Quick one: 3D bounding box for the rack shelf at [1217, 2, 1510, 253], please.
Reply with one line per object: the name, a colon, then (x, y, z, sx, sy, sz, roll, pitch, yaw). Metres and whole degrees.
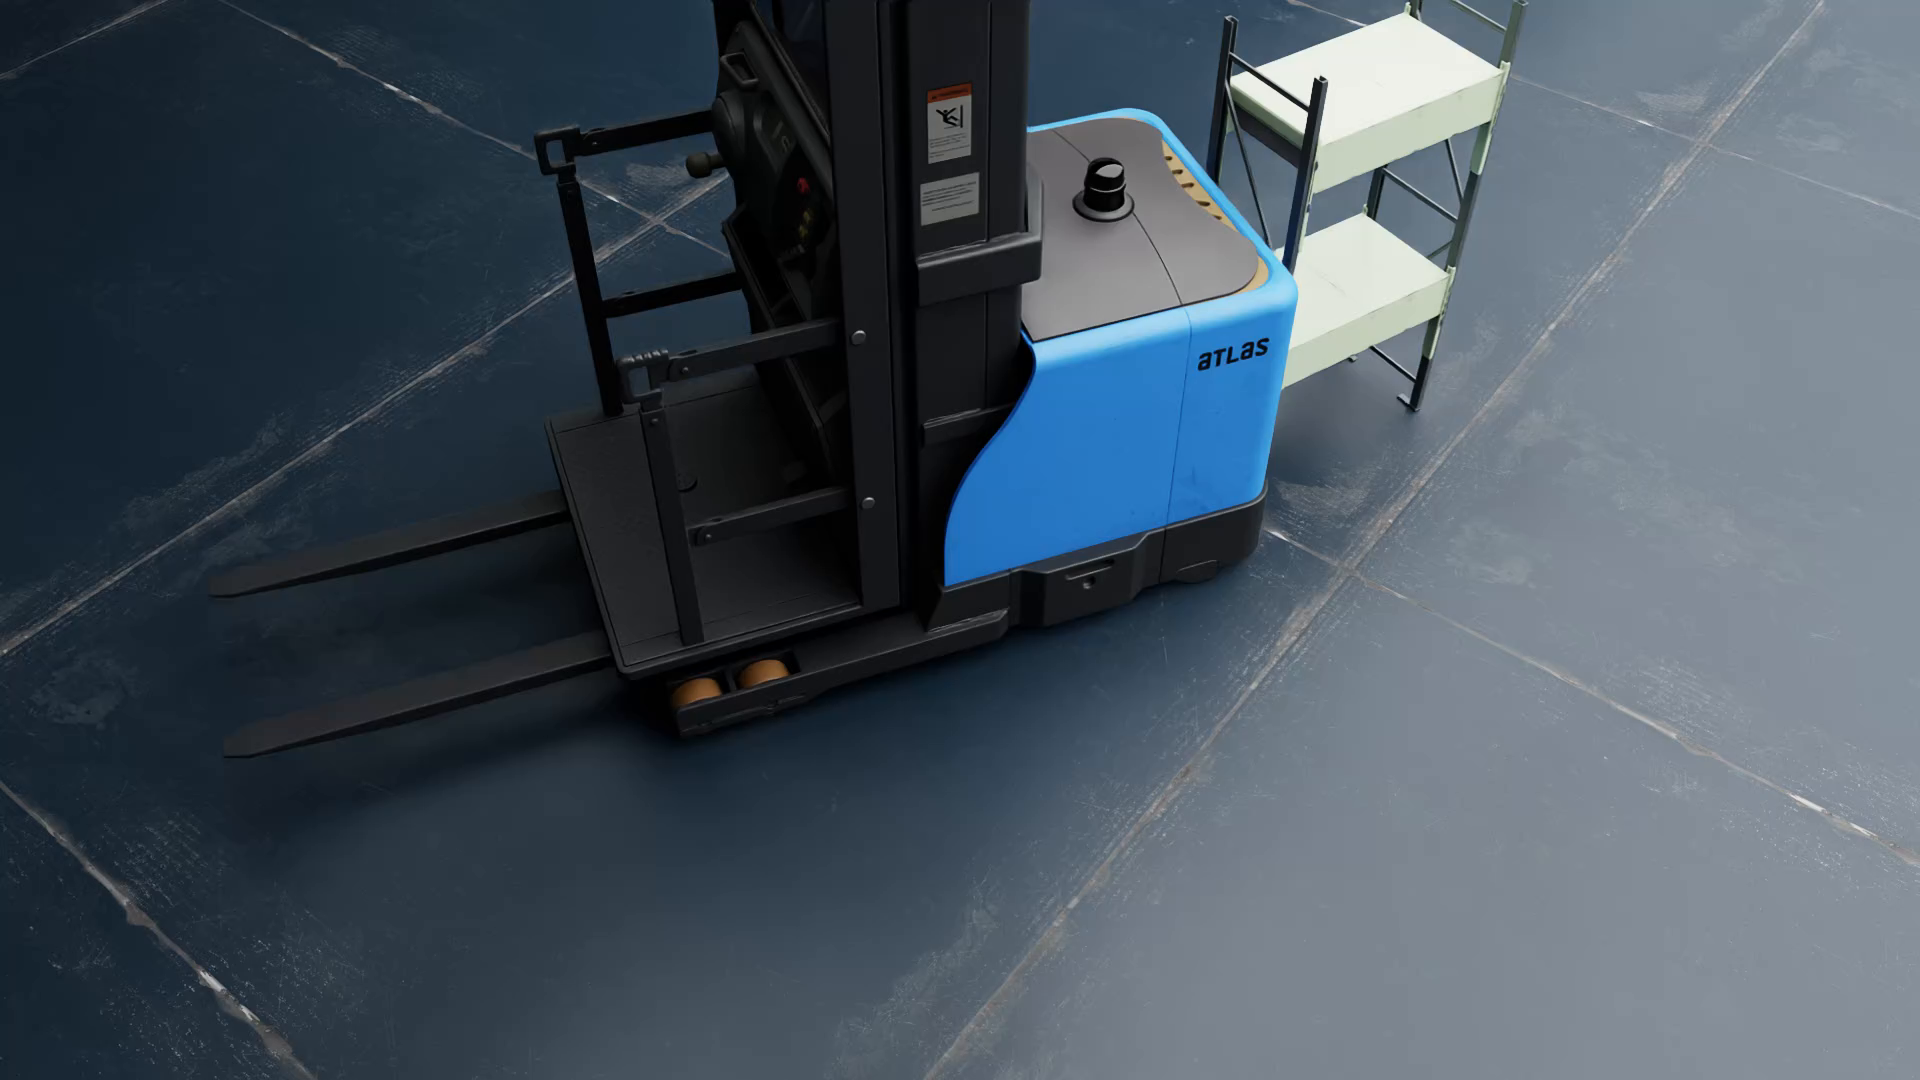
rack shelf: (1.146, -1.205, 4.824, 0.720, 0.370, 0.431, -25, 51, -22)

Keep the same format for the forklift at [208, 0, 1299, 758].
forklift: (-0.648, -0.896, 4.079, 3.031, 2.935, 1.130, -15, 48, -14)

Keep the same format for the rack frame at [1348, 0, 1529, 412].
rack frame: (1.453, -1.080, 5.245, 0.023, 1.500, 0.400, -25, 51, -22)

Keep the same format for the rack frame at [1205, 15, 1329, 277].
rack frame: (0.840, -0.791, 4.969, 0.023, 1.500, 0.400, -25, 51, -22)

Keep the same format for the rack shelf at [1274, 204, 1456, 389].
rack shelf: (1.146, -0.711, 5.342, 0.720, 0.370, 0.431, -25, 51, -22)

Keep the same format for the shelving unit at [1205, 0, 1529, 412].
shelving unit: (1.146, -0.936, 5.107, 0.755, 1.500, 0.431, -25, 51, -22)
